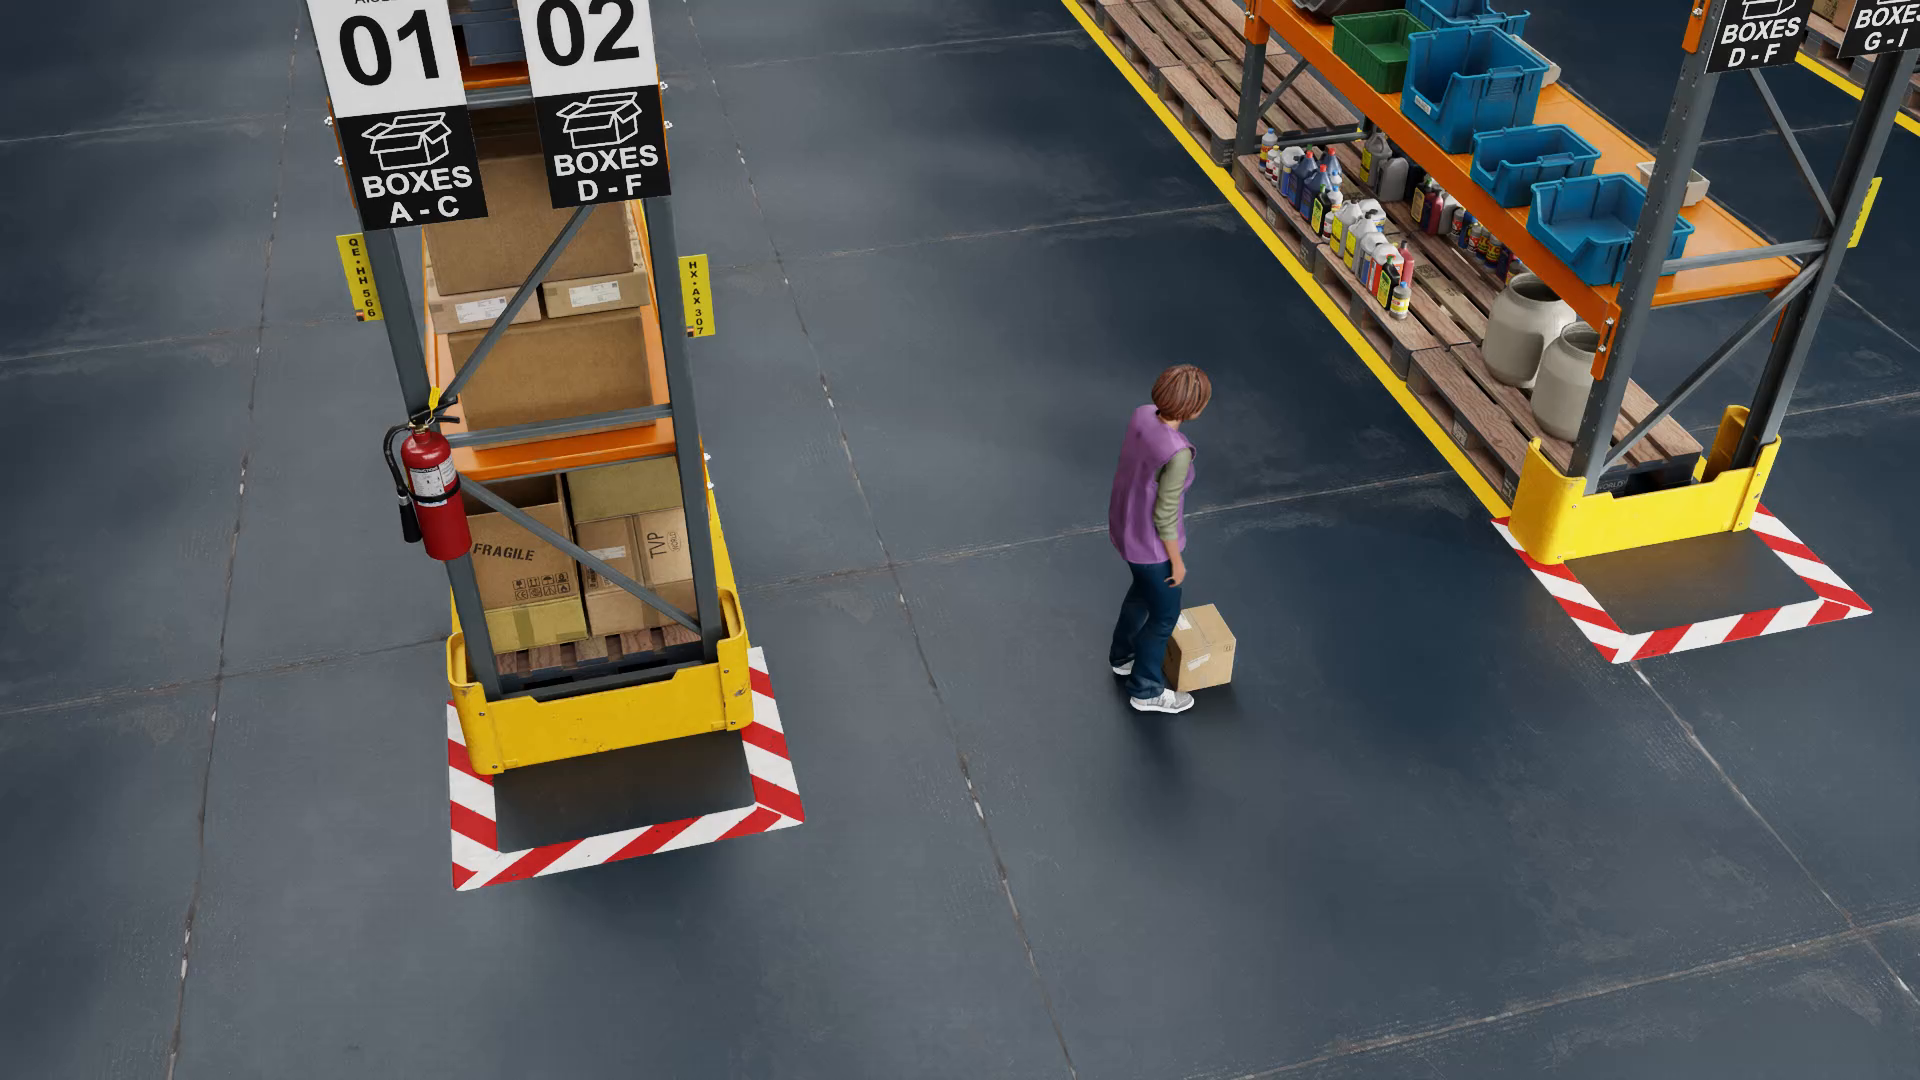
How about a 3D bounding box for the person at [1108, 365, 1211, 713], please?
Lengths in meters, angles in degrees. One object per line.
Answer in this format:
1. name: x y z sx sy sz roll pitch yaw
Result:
1. person: 0.785 -0.005 6.729 0.347 1.591 0.459 -10 40 -12
